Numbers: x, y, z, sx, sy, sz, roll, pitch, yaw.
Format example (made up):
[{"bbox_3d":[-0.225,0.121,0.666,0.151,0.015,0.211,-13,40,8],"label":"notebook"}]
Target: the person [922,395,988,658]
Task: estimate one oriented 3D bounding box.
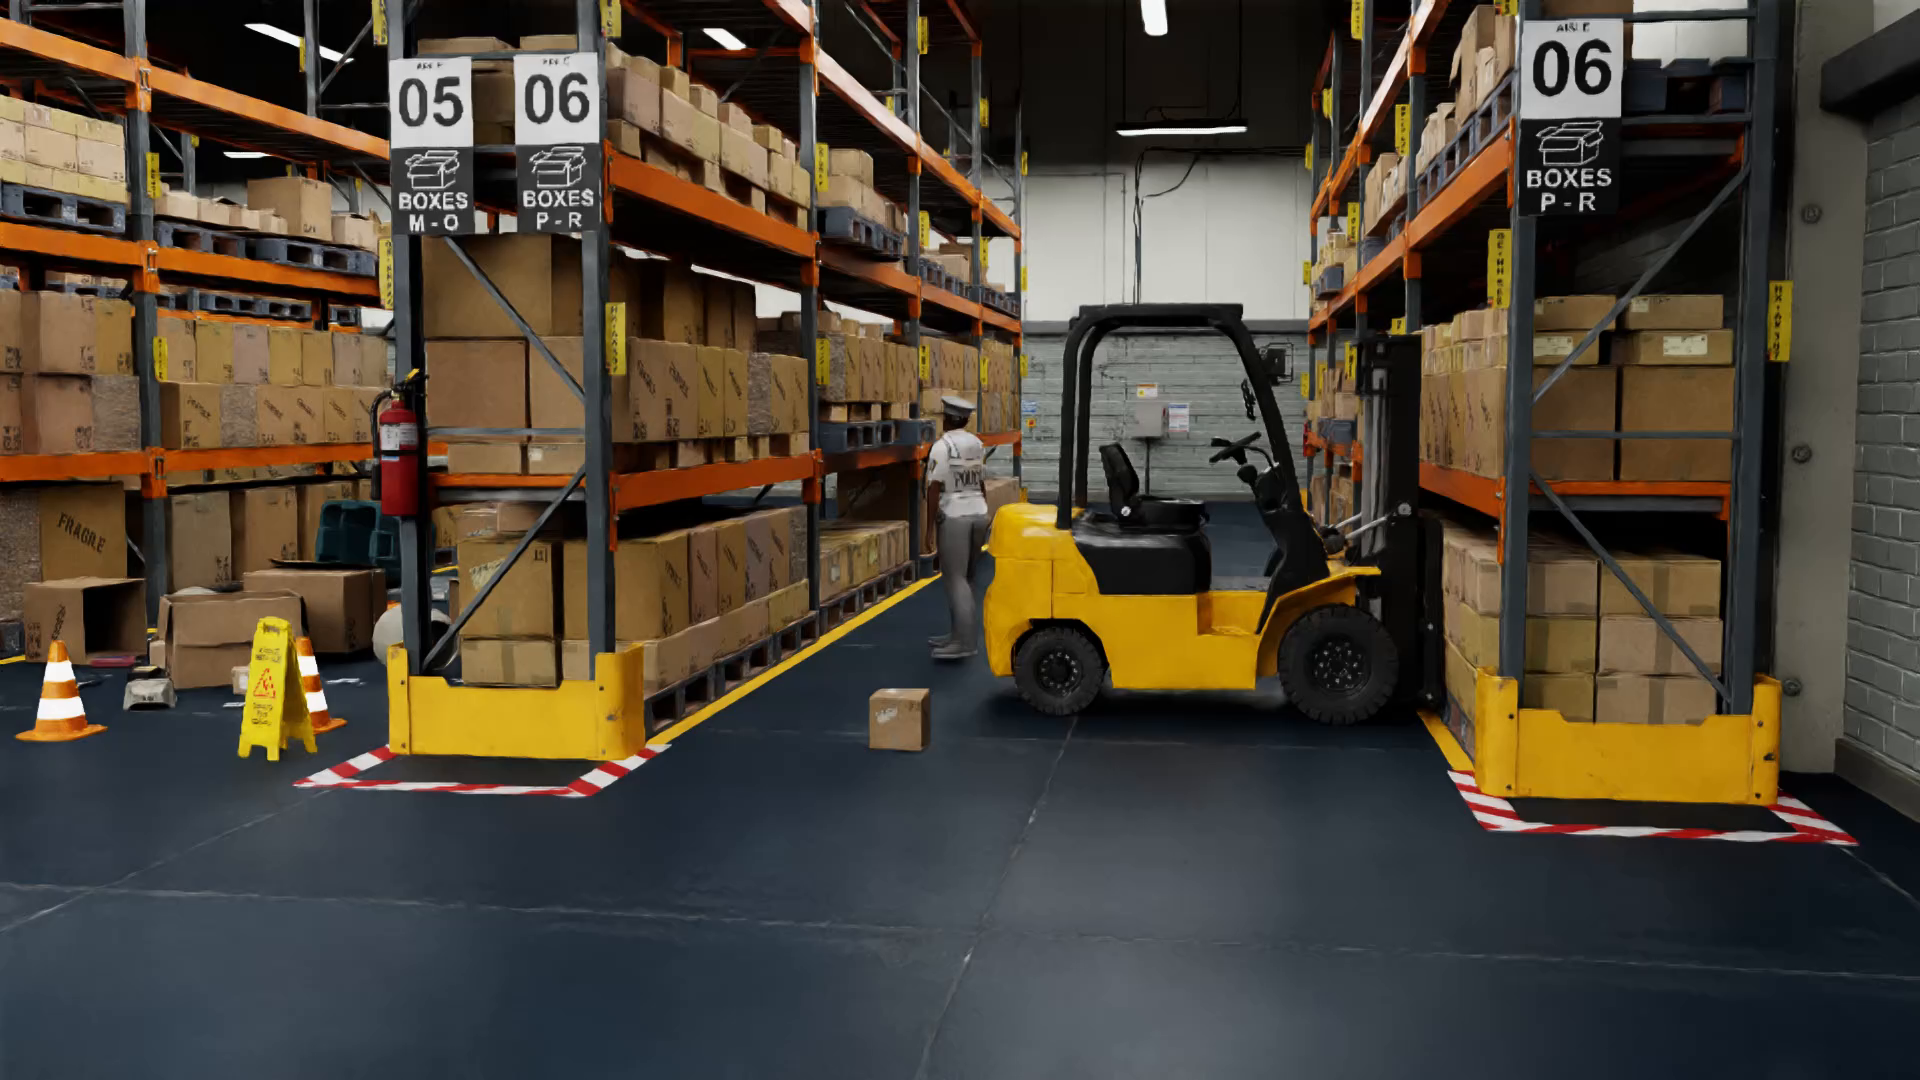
[{"bbox_3d":[-0.044,-0.098,10.777,0.534,1.670,0.553,4,6,39],"label":"person"}]
